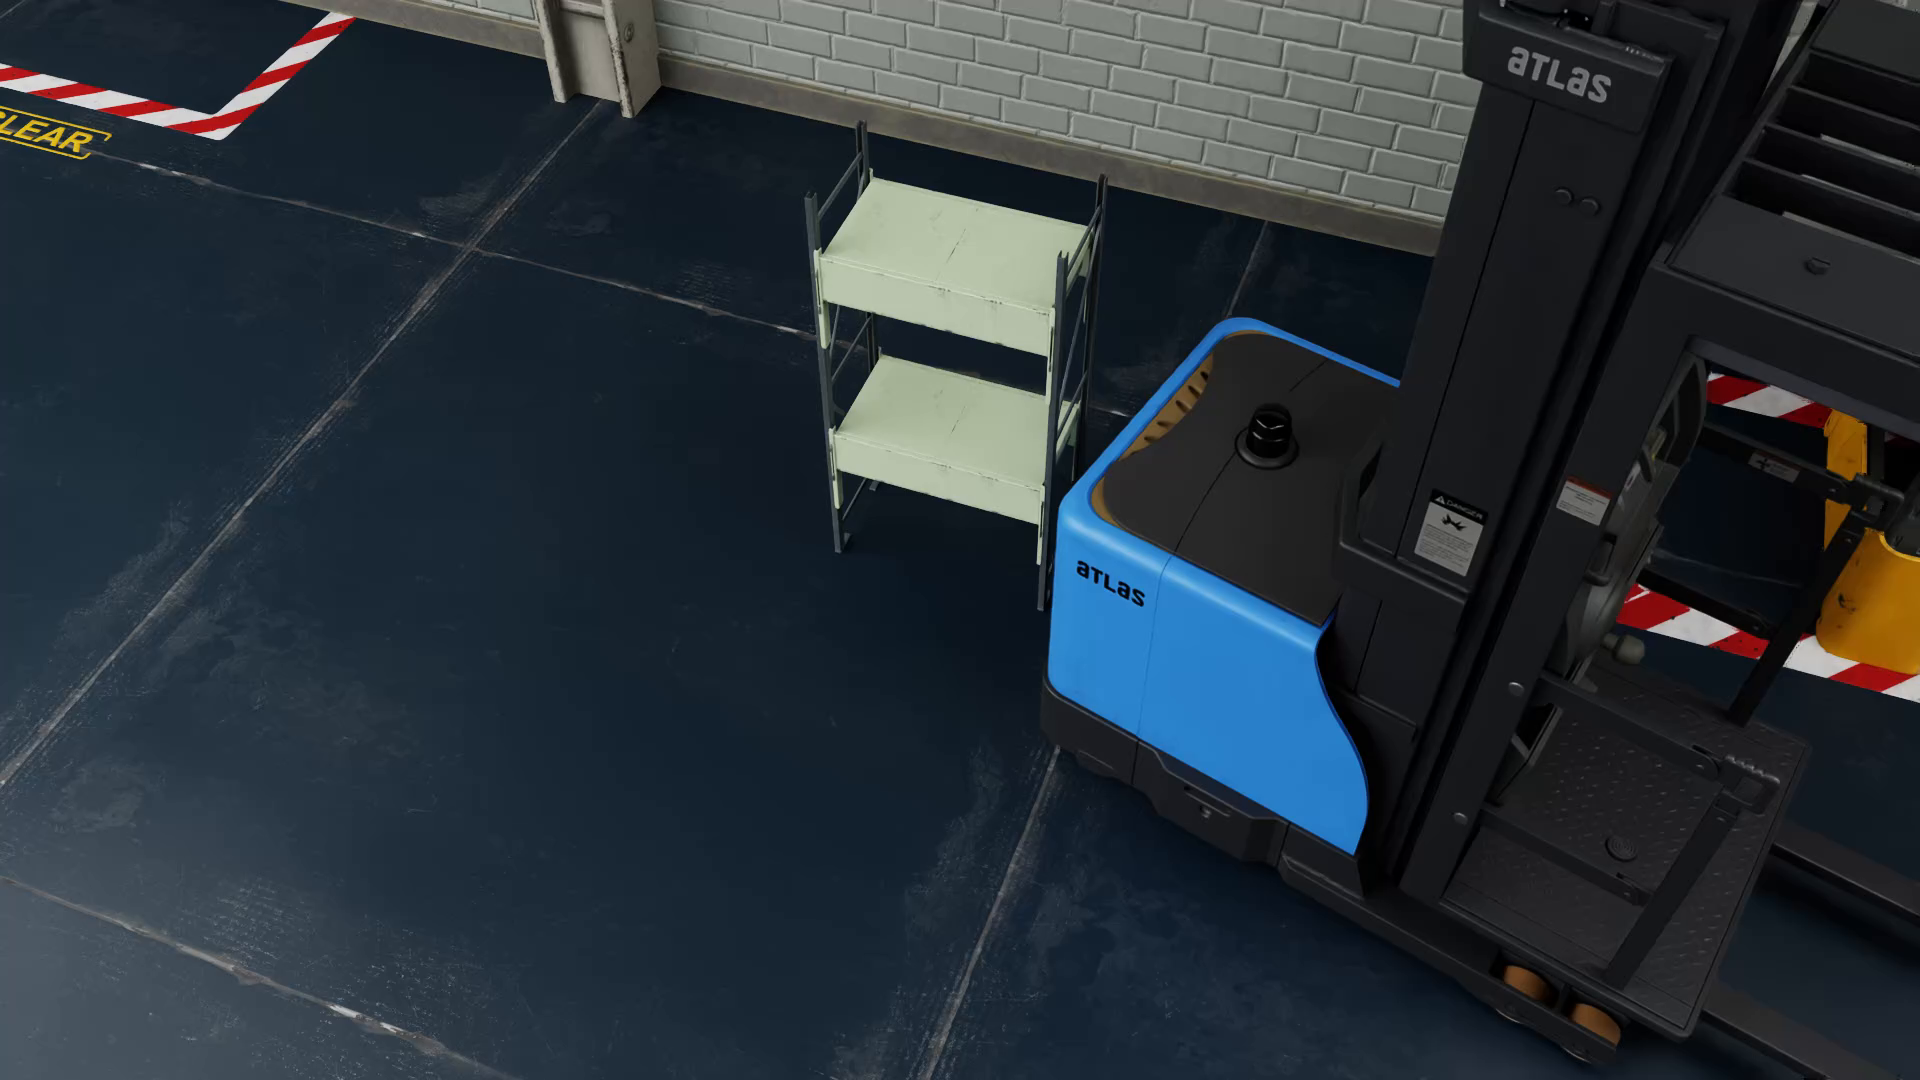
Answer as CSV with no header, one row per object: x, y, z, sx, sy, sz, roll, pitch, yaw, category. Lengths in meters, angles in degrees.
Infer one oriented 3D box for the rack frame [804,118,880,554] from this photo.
-0.350,-0.589,5.268,0.023,1.500,0.400,16,51,13,rack frame

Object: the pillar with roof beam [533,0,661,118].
-3.074,-1.925,1.463,0.400,9.000,9.100,16,51,13,pillar with roof beam

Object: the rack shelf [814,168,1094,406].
-0.006,-0.749,4.890,0.720,0.370,0.431,16,51,13,rack shelf

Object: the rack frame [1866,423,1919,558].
3.090,-1.011,4.641,0.127,3.000,1.000,16,51,13,rack frame

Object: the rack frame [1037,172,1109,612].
0.337,-0.397,5.102,0.023,1.500,0.400,16,51,13,rack frame

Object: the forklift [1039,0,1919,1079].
1.749,-0.008,3.817,3.031,2.935,1.130,28,55,22,forklift

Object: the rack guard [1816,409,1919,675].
3.161,-0.172,5.568,0.348,0.500,1.175,16,51,13,rack guard

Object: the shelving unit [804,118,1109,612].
-0.006,-0.493,5.185,0.755,1.500,0.431,16,51,13,shelving unit

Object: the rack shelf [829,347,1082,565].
-0.006,-0.279,5.431,0.720,0.370,0.431,16,51,13,rack shelf
